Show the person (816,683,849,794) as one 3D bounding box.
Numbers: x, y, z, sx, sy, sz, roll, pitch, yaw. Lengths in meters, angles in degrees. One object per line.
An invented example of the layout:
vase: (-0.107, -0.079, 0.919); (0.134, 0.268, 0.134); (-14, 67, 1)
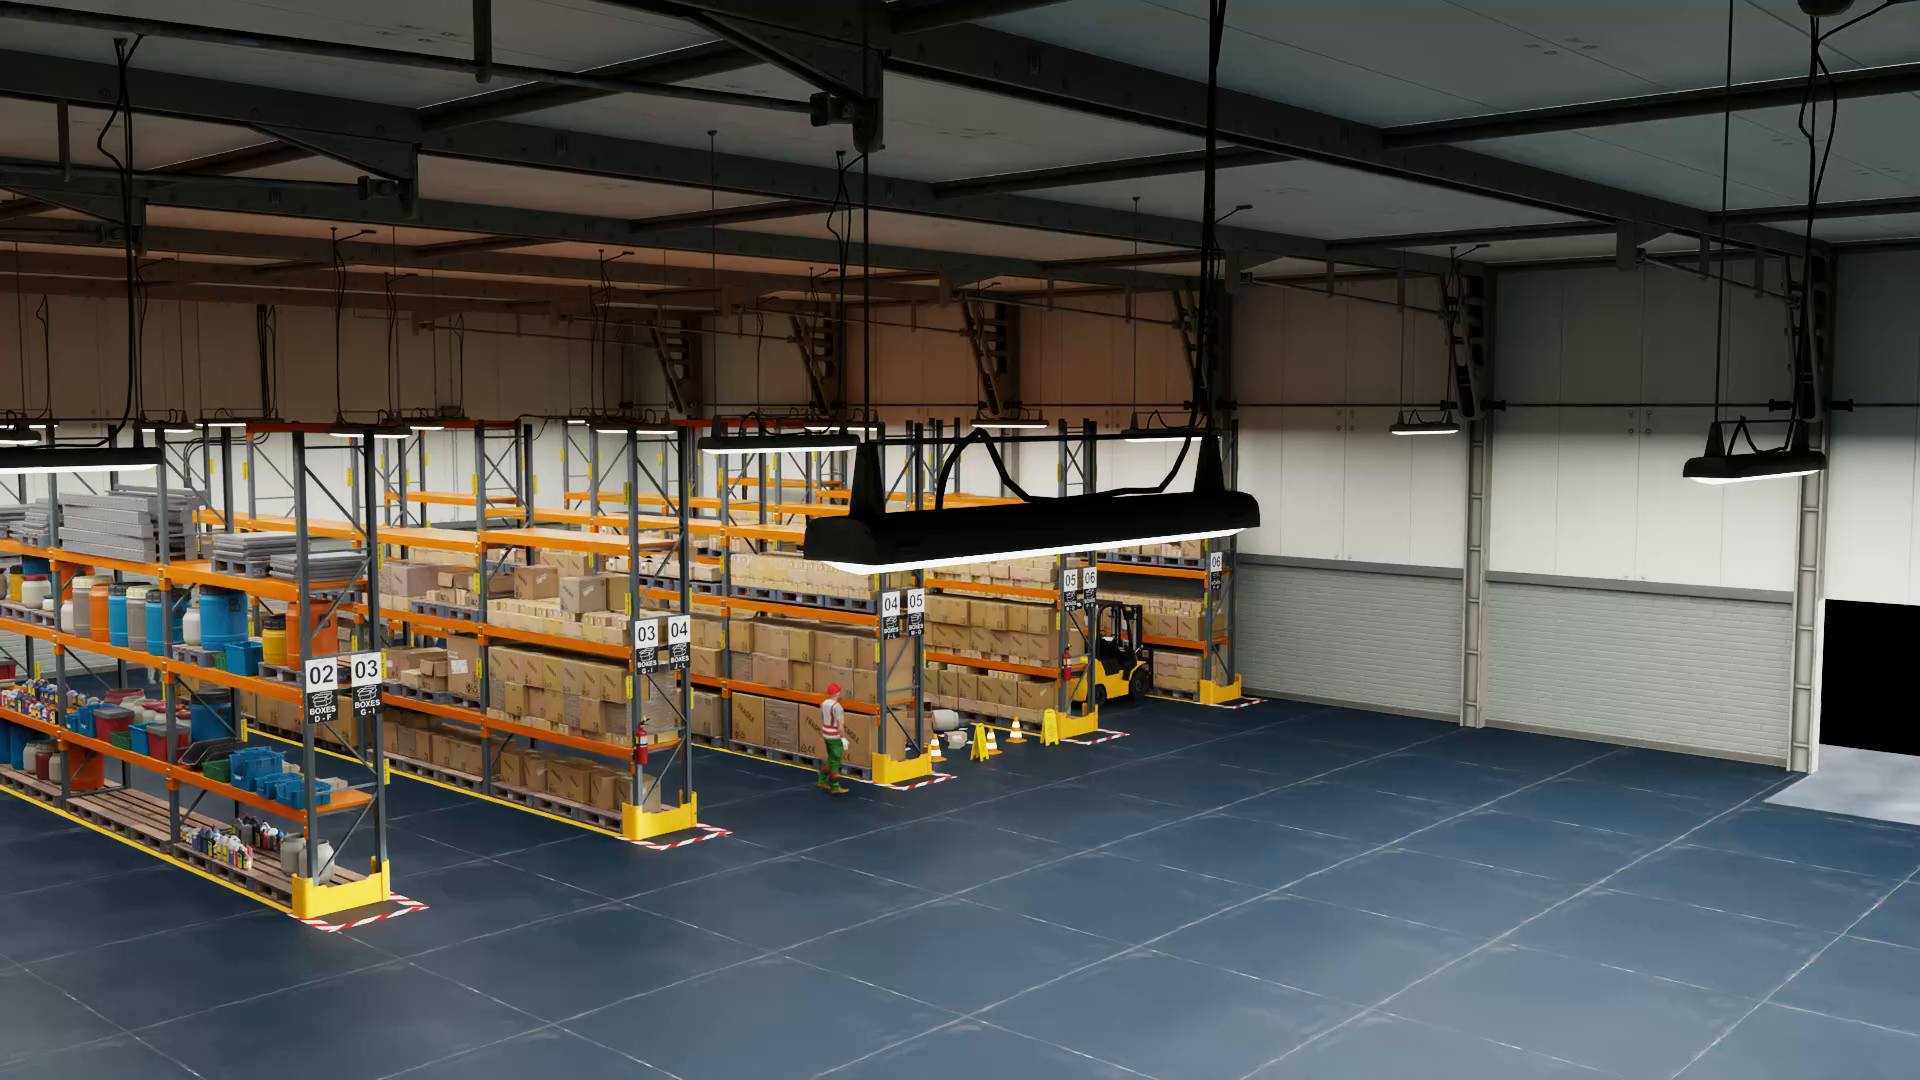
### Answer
person: (-2.059, 3.229, 27.101); (0.424, 1.803, 0.621); (-2, 5, -28)

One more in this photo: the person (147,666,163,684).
person: (-18.309, 2.394, 37.862); (0.506, 1.764, 0.599); (4, 6, 42)

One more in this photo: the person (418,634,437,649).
person: (-13.231, 2.128, 41.117); (0.597, 1.777, 0.531); (-5, 6, -44)
